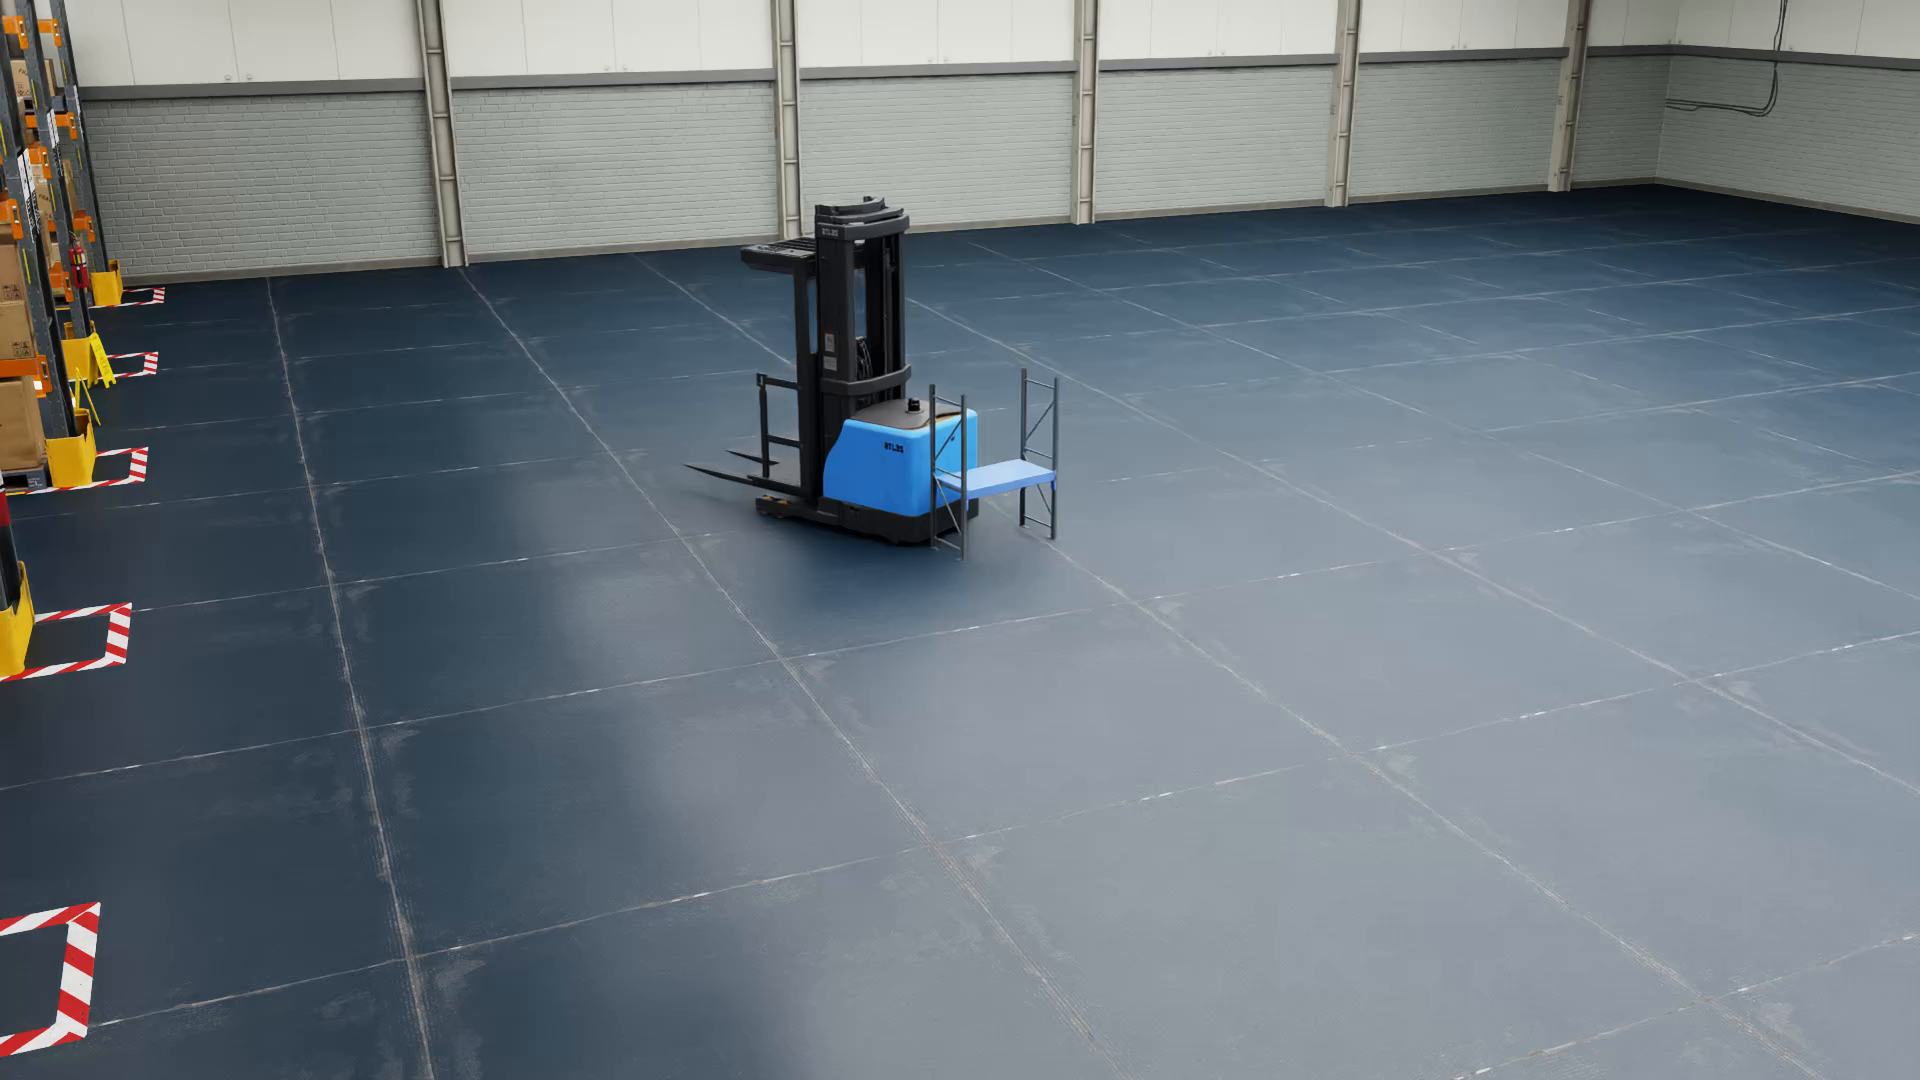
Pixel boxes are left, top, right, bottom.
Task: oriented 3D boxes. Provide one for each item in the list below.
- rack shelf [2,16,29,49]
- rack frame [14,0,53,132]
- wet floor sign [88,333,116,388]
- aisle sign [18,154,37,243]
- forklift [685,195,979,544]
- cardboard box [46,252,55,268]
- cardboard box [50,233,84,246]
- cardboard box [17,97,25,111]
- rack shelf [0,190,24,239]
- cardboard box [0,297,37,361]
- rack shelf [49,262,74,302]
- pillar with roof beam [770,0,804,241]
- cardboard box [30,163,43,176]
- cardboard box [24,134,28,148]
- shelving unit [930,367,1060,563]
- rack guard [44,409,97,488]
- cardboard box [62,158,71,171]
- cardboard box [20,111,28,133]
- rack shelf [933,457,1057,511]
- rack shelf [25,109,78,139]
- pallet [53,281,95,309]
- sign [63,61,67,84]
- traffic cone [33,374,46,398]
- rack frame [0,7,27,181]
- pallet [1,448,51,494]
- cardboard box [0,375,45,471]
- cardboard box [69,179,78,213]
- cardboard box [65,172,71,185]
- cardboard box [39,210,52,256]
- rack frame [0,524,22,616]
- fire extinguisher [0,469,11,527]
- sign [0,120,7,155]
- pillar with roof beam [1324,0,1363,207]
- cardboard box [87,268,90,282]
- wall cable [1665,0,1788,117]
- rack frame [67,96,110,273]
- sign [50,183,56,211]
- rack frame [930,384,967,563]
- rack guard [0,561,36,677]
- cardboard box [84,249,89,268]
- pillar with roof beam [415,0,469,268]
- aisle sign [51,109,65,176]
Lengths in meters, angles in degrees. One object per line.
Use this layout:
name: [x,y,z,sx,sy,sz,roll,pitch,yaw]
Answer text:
rack shelf: [-12.985,-5.840,19.180,4.000,0.370,1.077,-8,21,-22]
rack frame: [-11.149,-6.444,19.807,0.127,3.000,1.000,-8,21,-22]
wet floor sign: [-10.550,-2.202,20.339,0.232,0.644,0.267,-1,19,-3]
aisle sign: [-8.911,-3.262,15.889,0.004,0.787,0.394,-8,21,-22]
forklift: [-1.317,-1.716,15.515,3.031,2.935,1.130,14,24,34]
cardboard box: [-11.543,-3.514,20.897,0.250,0.149,0.380,-8,21,-22]
cardboard box: [-13.634,-4.495,25.306,0.500,0.250,0.500,-8,21,-23]
cardboard box: [-11.556,-5.302,20.258,0.250,0.149,0.380,-8,21,-22]
rack shelf: [-10.932,-2.930,15.428,4.000,0.370,1.077,-8,21,-22]
cardboard box: [-9.418,-2.126,16.351,0.550,0.550,0.875,-8,21,-22]
rack shelf: [-12.985,-3.012,20.176,4.000,0.370,1.077,-8,21,-22]
pillar with roof beam: [-1.391,-8.406,25.380,0.400,9.000,9.100,-8,21,-22]
cardboard box: [-13.578,-5.468,24.492,0.250,0.149,0.380,-8,21,-22]
cardboard box: [-11.365,-4.778,19.971,0.250,0.149,0.380,-8,21,-22]
shelving unit: [0.305,-0.676,14.717,1.048,1.500,0.538,-14,24,-34]
rack guard: [-9.073,-0.942,16.978,0.348,0.500,1.175,-8,21,-22]
cardboard box: [-13.511,-5.642,24.987,0.250,0.149,0.380,-9,21,-23]
cardboard box: [-11.716,-5.114,20.324,0.500,0.250,0.500,-9,21,-23]
rack shelf: [0.305,-0.507,14.777,1.000,0.185,0.538,-14,24,-34]
rack shelf: [-14.955,-5.940,23.975,4.000,0.370,1.077,-8,21,-22]
pallet: [-13.804,-3.699,25.242,1.213,0.211,1.003,-8,21,-22]
sign: [-12.916,-6.755,23.994,0.005,0.325,0.100,-8,21,-22]
traffic cone: [-11.032,-1.968,19.947,0.334,0.463,0.336,-8,21,-22]
rack frame: [-9.095,-4.948,15.558,0.127,3.000,1.000,-8,21,-22]
pallet: [-9.798,-0.674,16.651,1.213,0.211,1.003,-8,21,-22]
cardboard box: [-9.692,-1.205,16.527,0.875,0.875,0.875,-8,21,-22]
cardboard box: [-13.683,-5.194,25.140,0.500,0.500,0.500,-7,21,-20]
cardboard box: [-13.325,-5.349,24.604,0.250,0.149,0.380,-8,21,-21]
cardboard box: [-11.693,-3.824,20.801,0.500,0.500,0.500,-8,21,-23]
rack frame: [-7.223,-0.592,12.220,0.127,3.000,1.000,-8,21,-22]
fire extinguisher: [-6.936,-0.430,11.877,0.183,0.674,0.296,-8,21,-22]
sign: [-8.893,-3.746,15.447,0.005,0.325,0.100,-8,21,-22]
pillar with roof beam: [9.628,-9.985,29.863,0.400,9.000,9.100,-8,21,-22]
cardboard box: [-13.647,-4.024,25.474,0.500,0.250,0.500,-8,21,-22]
wall cable: [16.661,-10.607,36.305,0.112,2.526,3.097,-8,21,-22]
rack frame: [-13.118,-5.127,25.101,0.127,3.000,1.000,-8,21,-22]
sign: [-10.947,-4.138,20.070,0.005,0.325,0.100,-8,21,-22]
rack frame: [-0.103,-0.576,14.432,0.032,1.500,0.500,-14,24,-34]
rack guard: [-7.293,0.597,12.607,0.348,0.500,1.175,-8,21,-22]
cardboard box: [-13.632,-4.266,25.409,0.500,0.250,0.500,-8,21,-21]
pillar with roof beam: [-6.900,-7.617,23.138,0.400,9.000,9.100,-8,21,-22]
aisle sign: [-11.214,-4.943,20.663,0.004,0.787,0.394,-8,21,-22]
